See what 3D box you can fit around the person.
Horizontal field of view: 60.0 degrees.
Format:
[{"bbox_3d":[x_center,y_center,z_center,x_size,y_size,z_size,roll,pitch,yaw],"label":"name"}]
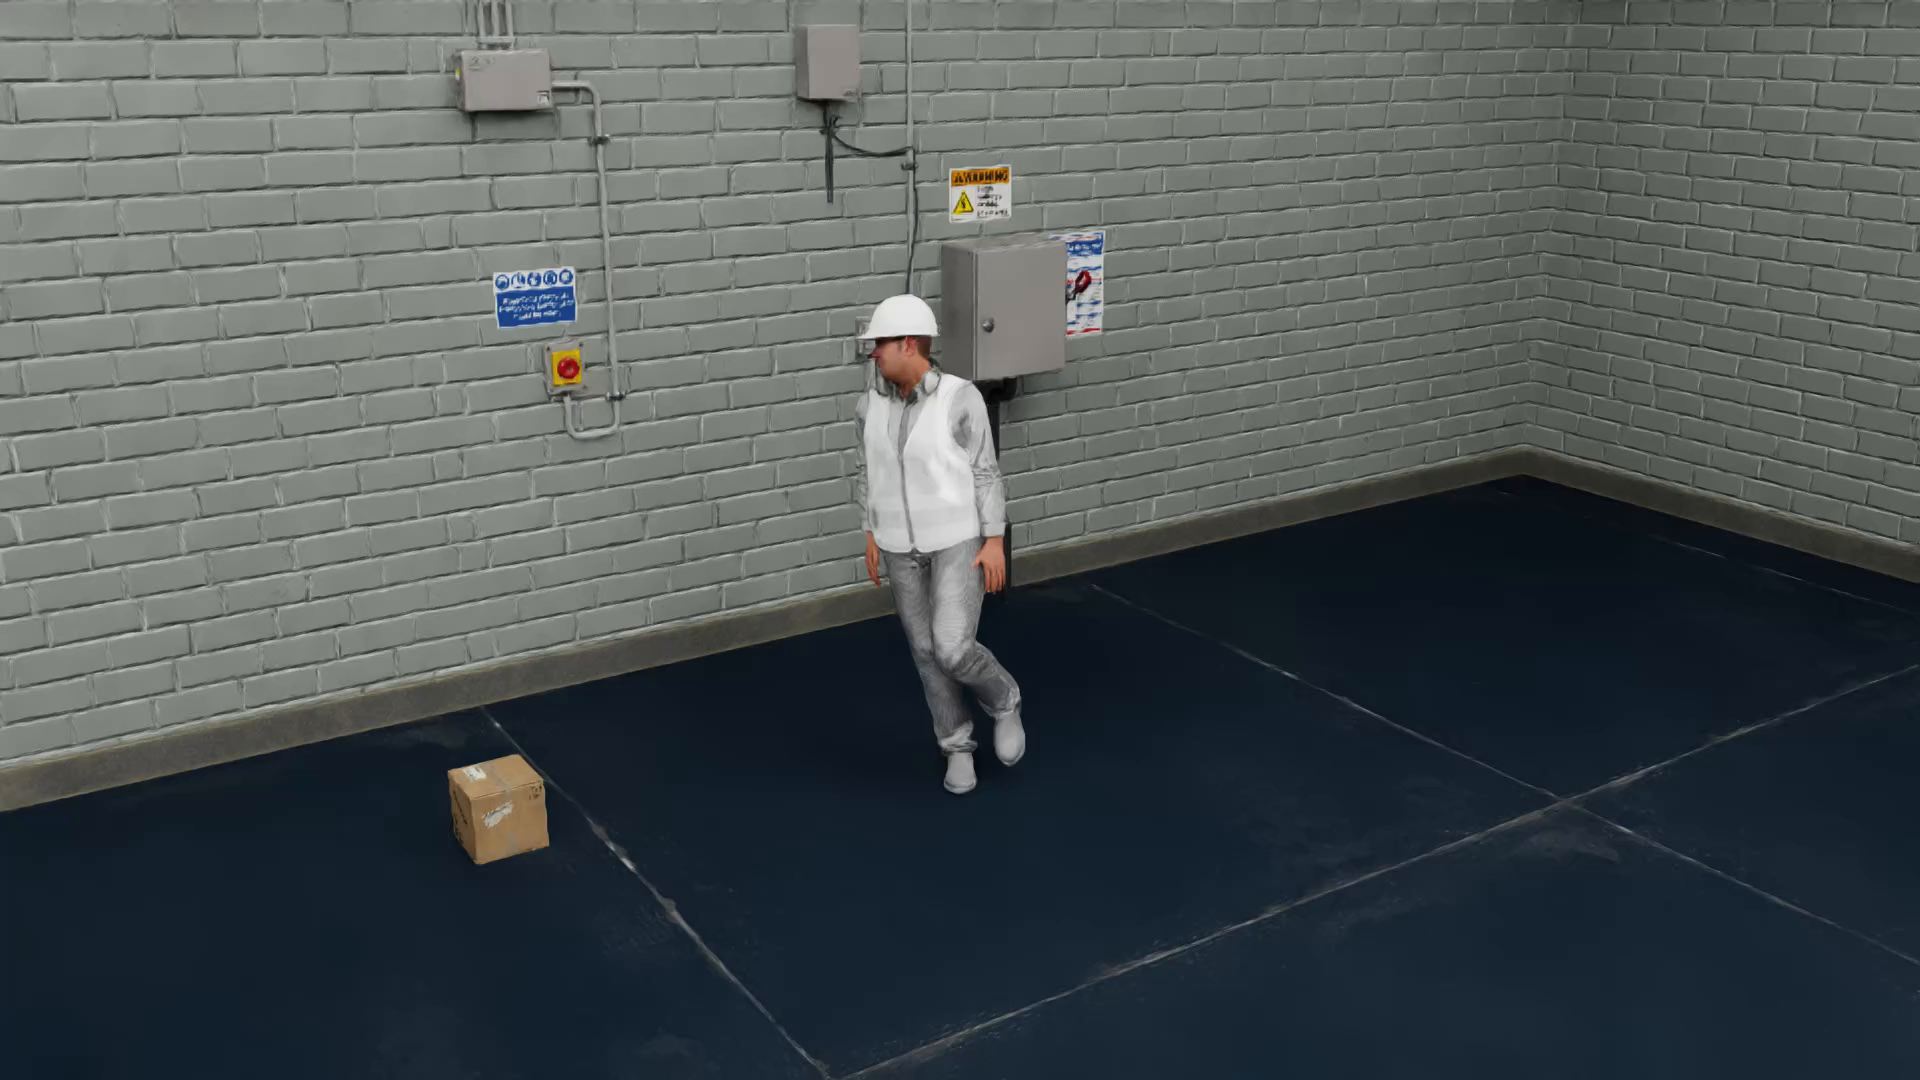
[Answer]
[{"bbox_3d":[-0.098,0.027,5.935,0.687,1.759,0.476,7,19,20],"label":"person"}]
